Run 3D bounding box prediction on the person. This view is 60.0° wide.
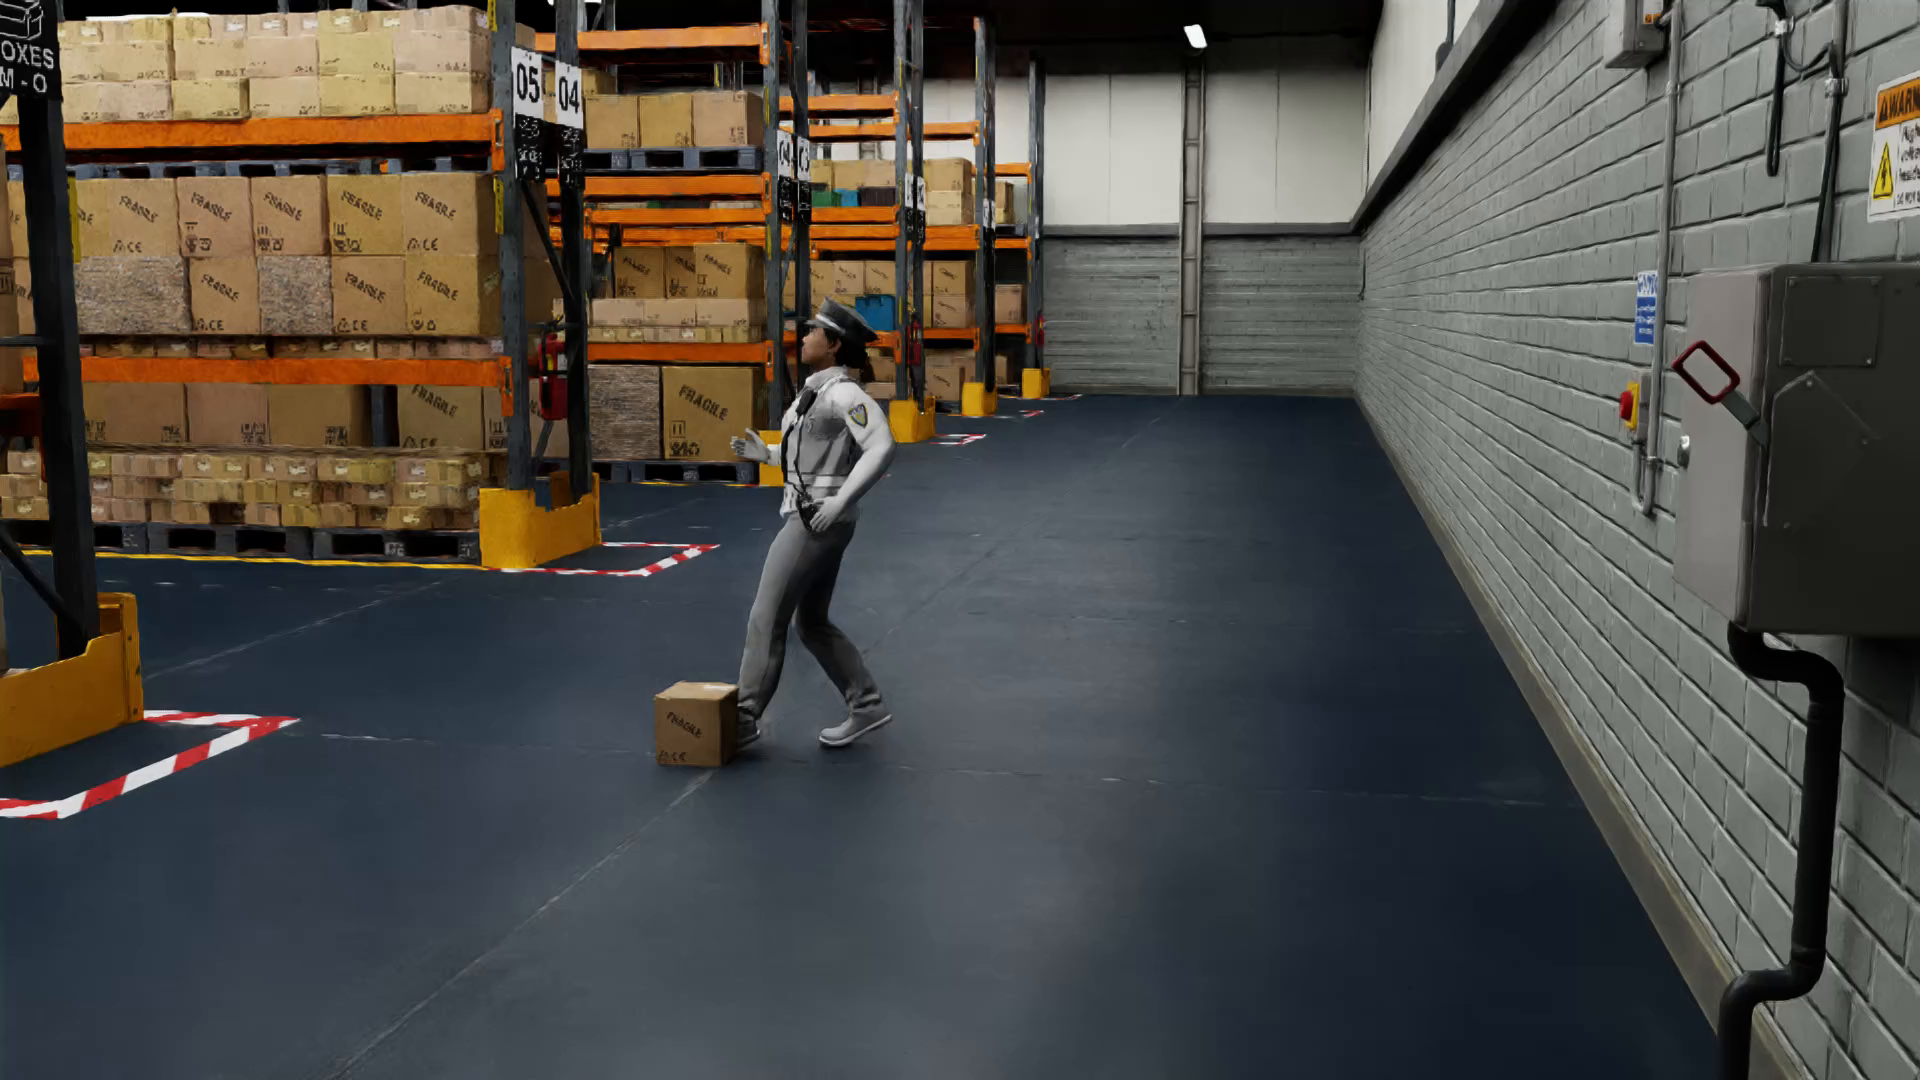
[{"bbox_3d":[-0.625,-0.055,6.123,0.797,1.686,0.574,0,8,1],"label":"person"}]
